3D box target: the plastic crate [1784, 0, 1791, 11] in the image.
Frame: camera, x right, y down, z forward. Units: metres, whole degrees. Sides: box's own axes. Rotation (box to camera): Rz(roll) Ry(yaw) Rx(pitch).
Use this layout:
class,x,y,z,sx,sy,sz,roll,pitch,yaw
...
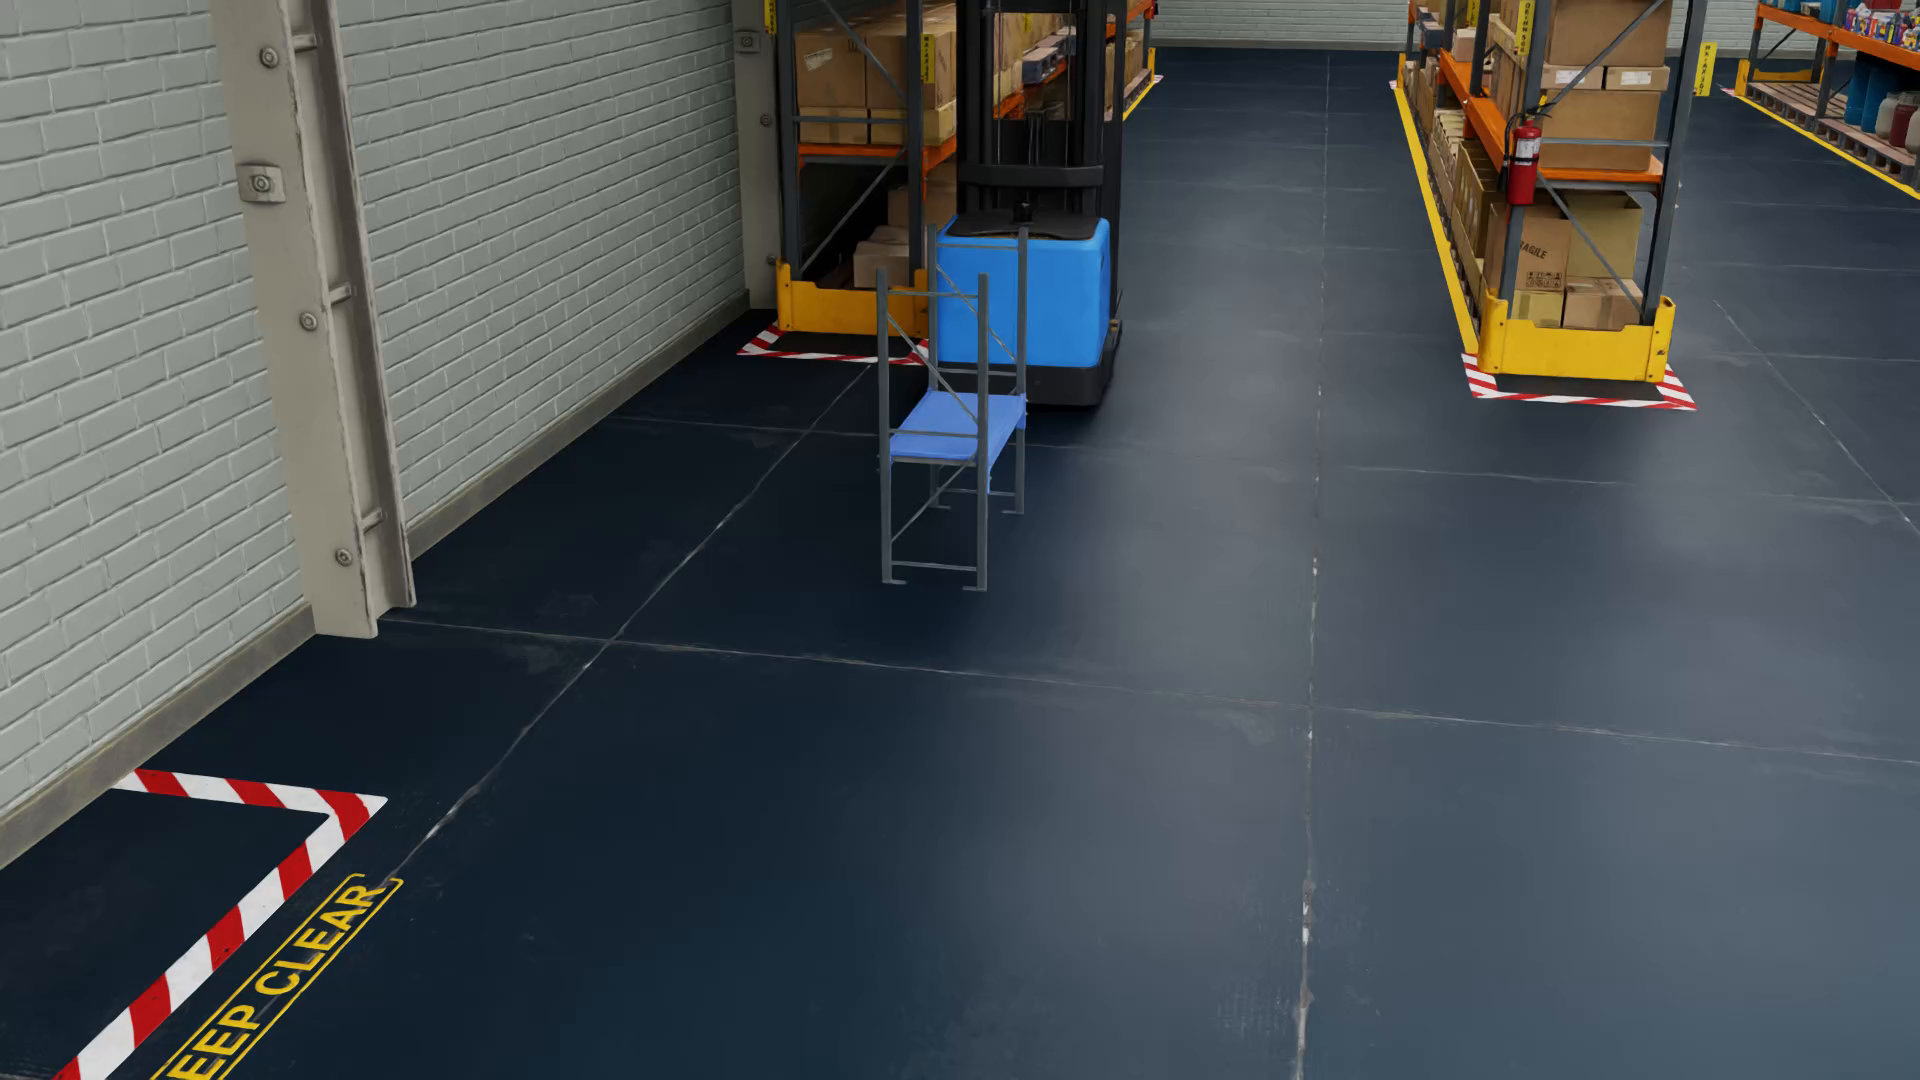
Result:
class,x,y,z,sx,sy,sz,roll,pitch,yaw
plastic crate,11.567,-7.415,22.893,0.416,0.233,0.300,4,22,11

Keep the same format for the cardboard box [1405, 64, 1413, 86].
class,x,y,z,sx,sy,sz,roll,pitch,yaw
cardboard box,6.768,-6.776,24.255,0.500,0.250,0.500,4,22,11

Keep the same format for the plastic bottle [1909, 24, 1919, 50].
class,x,y,z,sx,sy,sz,roll,pitch,yaw
plastic bottle,10.409,-5.474,18.102,0.097,0.271,0.097,0,22,0

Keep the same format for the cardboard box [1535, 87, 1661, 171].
class,x,y,z,sx,sy,sz,roll,pitch,yaw
cardboard box,4.203,-2.755,11.045,0.700,0.500,0.500,4,22,11

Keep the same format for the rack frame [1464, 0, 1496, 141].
class,x,y,z,sx,sy,sz,roll,pitch,yaw
rack frame,4.912,-4.002,14.274,1.000,3.000,0.127,4,22,11

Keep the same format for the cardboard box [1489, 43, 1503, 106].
class,x,y,z,sx,sy,sz,roll,pitch,yaw
cardboard box,4.827,-3.885,13.852,0.700,0.500,0.500,4,22,10

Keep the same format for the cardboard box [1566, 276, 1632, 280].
class,x,y,z,sx,sy,sz,roll,pitch,yaw
cardboard box,4.521,-1.820,11.977,0.500,0.250,0.500,4,22,11

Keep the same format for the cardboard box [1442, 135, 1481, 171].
class,x,y,z,sx,sy,sz,roll,pitch,yaw
cardboard box,4.918,-3.724,15.953,0.500,0.311,0.500,4,22,11

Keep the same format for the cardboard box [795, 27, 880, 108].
class,x,y,z,sx,sy,sz,roll,pitch,yaw
cardboard box,-0.867,-3.391,11.929,0.500,0.500,0.500,4,22,10

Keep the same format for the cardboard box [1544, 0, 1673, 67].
class,x,y,z,sx,sy,sz,roll,pitch,yaw
cardboard box,4.214,-3.376,10.851,0.700,0.500,0.500,5,22,11

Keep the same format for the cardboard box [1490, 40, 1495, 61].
class,x,y,z,sx,sy,sz,roll,pitch,yaw
cardboard box,5.192,-4.520,15.429,0.500,0.500,0.500,6,23,15

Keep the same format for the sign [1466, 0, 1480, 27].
class,x,y,z,sx,sy,sz,roll,pitch,yaw
sign,4.378,-4.540,14.167,0.100,0.325,0.005,4,22,11

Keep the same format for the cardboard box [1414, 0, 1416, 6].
class,x,y,z,sx,sy,sz,roll,pitch,yaw
cardboard box,6.806,-7.922,23.875,0.500,0.500,0.500,4,22,11

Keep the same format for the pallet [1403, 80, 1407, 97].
class,x,y,z,sx,sy,sz,roll,pitch,yaw
pallet,7.183,-6.777,24.899,1.003,0.211,1.213,4,22,11

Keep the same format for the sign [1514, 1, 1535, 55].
class,x,y,z,sx,sy,sz,roll,pitch,yaw
sign,3.567,-3.232,10.497,0.100,0.325,0.005,4,22,11

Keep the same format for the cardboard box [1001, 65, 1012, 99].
class,x,y,z,sx,sy,sz,roll,pitch,yaw
cardboard box,0.152,-3.940,14.295,0.500,0.250,0.500,5,22,11

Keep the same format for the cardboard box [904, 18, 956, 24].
class,x,y,z,sx,sy,sz,roll,pitch,yaw
cardboard box,-0.141,-3.723,12.752,0.500,0.500,0.500,4,22,9

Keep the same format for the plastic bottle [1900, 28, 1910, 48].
class,x,y,z,sx,sy,sz,roll,pitch,yaw
plastic bottle,10.469,-5.548,18.381,0.097,0.201,0.097,0,22,0

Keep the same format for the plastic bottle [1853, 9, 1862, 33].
class,x,y,z,sx,sy,sz,roll,pitch,yaw
plastic bottle,10.847,-6.259,20.052,0.097,0.271,0.097,0,22,0

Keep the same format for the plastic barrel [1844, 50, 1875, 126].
class,x,y,z,sx,sy,sz,roll,pitch,yaw
plastic barrel,11.265,-5.572,20.421,0.600,0.901,0.708,4,22,11

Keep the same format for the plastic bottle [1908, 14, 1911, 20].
class,x,y,z,sx,sy,sz,roll,pitch,yaw
plastic bottle,11.503,-6.290,20.223,0.097,0.201,0.097,0,22,0

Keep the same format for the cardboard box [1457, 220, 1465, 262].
class,x,y,z,sx,sy,sz,roll,pitch,yaw
cardboard box,4.306,-2.410,13.440,0.500,0.250,0.500,4,22,11

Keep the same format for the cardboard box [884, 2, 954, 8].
class,x,y,z,sx,sy,sz,roll,pitch,yaw
cardboard box,-0.348,-4.321,14.237,0.500,0.500,0.500,4,22,11

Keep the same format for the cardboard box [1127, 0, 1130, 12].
class,x,y,z,sx,sy,sz,roll,pitch,yaw
cardboard box,1.820,-7.640,22.907,0.980,0.700,0.700,5,22,12

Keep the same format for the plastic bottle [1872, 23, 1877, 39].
class,x,y,z,sx,sy,sz,roll,pitch,yaw
plastic bottle,10.686,-5.937,19.346,0.097,0.201,0.097,0,22,0

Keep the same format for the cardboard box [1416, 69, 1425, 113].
class,x,y,z,sx,sy,sz,roll,pitch,yaw
cardboard box,6.207,-5.814,21.531,0.500,0.500,0.500,3,22,8

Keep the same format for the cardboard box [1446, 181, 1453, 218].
class,x,y,z,sx,sy,sz,roll,pitch,yaw
cardboard box,4.712,-3.095,15.141,0.500,0.250,0.500,4,22,10

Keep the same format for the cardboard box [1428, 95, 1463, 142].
class,x,y,z,sx,sy,sz,roll,pitch,yaw
cardboard box,5.689,-4.869,19.185,0.500,0.500,0.500,5,23,13

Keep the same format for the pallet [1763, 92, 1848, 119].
class,x,y,z,sx,sy,sz,roll,pitch,yaw
pallet,11.751,-5.974,22.905,1.003,0.211,1.213,4,22,11

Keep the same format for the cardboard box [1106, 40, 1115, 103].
class,x,y,z,sx,sy,sz,roll,pitch,yaw
cardboard box,1.688,-6.254,22.182,0.750,0.750,0.750,5,22,12

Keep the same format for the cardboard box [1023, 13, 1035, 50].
class,x,y,z,sx,sy,sz,roll,pitch,yaw
cardboard box,0.320,-5.016,16.070,0.700,0.500,0.500,7,23,16

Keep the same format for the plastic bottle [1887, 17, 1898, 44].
class,x,y,z,sx,sy,sz,roll,pitch,yaw
plastic bottle,10.539,-5.746,18.763,0.061,0.283,0.133,4,22,11

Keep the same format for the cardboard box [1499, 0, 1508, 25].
class,x,y,z,sx,sy,sz,roll,pitch,yaw
cardboard box,4.827,-4.487,13.609,0.700,0.500,0.500,5,22,11

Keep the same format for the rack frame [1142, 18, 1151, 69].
class,x,y,z,sx,sy,sz,roll,pitch,yaw
rack frame,2.510,-8.767,26.106,1.000,3.000,0.127,4,22,11

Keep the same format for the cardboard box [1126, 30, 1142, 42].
class,x,y,z,sx,sy,sz,roll,pitch,yaw
cardboard box,2.566,-7.685,25.335,0.380,0.149,0.250,5,22,12

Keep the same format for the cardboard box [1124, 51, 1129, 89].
class,x,y,z,sx,sy,sz,roll,pitch,yaw
cardboard box,2.053,-6.788,23.977,0.700,0.500,0.500,4,22,10

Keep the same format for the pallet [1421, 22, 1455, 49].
class,x,y,z,sx,sy,sz,roll,pitch,yaw
pallet,5.797,-5.629,18.571,1.213,0.211,1.003,4,22,11

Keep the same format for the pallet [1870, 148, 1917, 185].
class,x,y,z,sx,sy,sz,roll,pitch,yaw
pallet,10.696,-4.084,18.211,1.003,0.211,1.213,4,22,11

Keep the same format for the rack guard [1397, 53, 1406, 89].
class,x,y,z,sx,sy,sz,roll,pitch,yaw
rack guard,7.345,-7.203,25.569,1.175,0.500,0.348,4,22,11

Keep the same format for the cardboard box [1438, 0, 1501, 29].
class,x,y,z,sx,sy,sz,roll,pitch,yaw
cardboard box,5.746,-5.945,18.403,0.700,0.500,0.500,-3,22,-7

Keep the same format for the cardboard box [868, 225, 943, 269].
class,x,y,z,sx,sy,sz,roll,pitch,yaw
cardboard box,-0.409,-2.327,13.125,0.500,0.311,0.500,6,23,15

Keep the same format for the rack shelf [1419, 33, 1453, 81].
class,x,y,z,sx,sy,sz,roll,pitch,yaw
rack shelf,6.136,-5.862,19.857,1.077,0.370,4.000,4,22,11

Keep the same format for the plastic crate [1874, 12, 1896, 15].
class,x,y,z,sx,sy,sz,roll,pitch,yaw
plastic crate,11.627,-6.613,21.032,0.396,0.136,0.243,4,22,11

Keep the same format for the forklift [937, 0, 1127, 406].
class,x,y,z,sx,sy,sz,roll,pitch,yaw
forklift,0.556,-2.700,11.134,1.130,2.935,3.031,3,22,8

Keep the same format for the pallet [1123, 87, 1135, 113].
class,x,y,z,sx,sy,sz,roll,pitch,yaw
pallet,1.926,-6.282,23.670,1.003,0.211,1.213,4,22,11

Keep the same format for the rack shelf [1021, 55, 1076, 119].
class,x,y,z,sx,sy,sz,roll,pitch,yaw
rack shelf,0.469,-4.776,17.159,1.077,0.370,4.000,4,22,11

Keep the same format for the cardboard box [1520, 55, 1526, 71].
class,x,y,z,sx,sy,sz,roll,pitch,yaw
cardboard box,4.198,-3.418,11.822,0.380,0.149,0.250,5,23,13

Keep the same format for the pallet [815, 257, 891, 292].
class,x,y,z,sx,sy,sz,roll,pitch,yaw
pallet,-0.539,-1.944,12.897,1.003,0.211,1.213,4,22,11

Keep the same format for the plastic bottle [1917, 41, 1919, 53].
class,x,y,z,sx,sy,sz,roll,pitch,yaw
plastic bottle,10.349,-5.335,17.850,0.097,0.201,0.097,0,22,0

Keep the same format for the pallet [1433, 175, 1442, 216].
class,x,y,z,sx,sy,sz,roll,pitch,yaw
pallet,5.271,-3.428,16.583,1.003,0.211,1.213,4,22,11

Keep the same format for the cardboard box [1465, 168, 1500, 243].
class,x,y,z,sx,sy,sz,roll,pitch,yaw
cardboard box,4.207,-2.574,12.845,0.500,0.500,0.500,4,22,11

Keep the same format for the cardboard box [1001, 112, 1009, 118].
class,x,y,z,sx,sy,sz,roll,pitch,yaw
cardboard box,0.282,-4.202,16.526,0.500,0.250,0.500,4,22,10

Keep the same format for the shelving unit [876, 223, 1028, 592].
class,x,y,z,sx,sy,sz,roll,pitch,yaw
shelving unit,-0.017,-0.664,7.996,0.538,1.500,1.048,4,22,11

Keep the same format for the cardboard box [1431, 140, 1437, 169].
class,x,y,z,sx,sy,sz,roll,pitch,yaw
cardboard box,5.232,-4.031,17.465,0.500,0.250,0.500,4,22,9

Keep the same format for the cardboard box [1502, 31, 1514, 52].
class,x,y,z,sx,sy,sz,roll,pitch,yaw
cardboard box,4.460,-3.892,12.999,0.380,0.149,0.250,4,22,9
